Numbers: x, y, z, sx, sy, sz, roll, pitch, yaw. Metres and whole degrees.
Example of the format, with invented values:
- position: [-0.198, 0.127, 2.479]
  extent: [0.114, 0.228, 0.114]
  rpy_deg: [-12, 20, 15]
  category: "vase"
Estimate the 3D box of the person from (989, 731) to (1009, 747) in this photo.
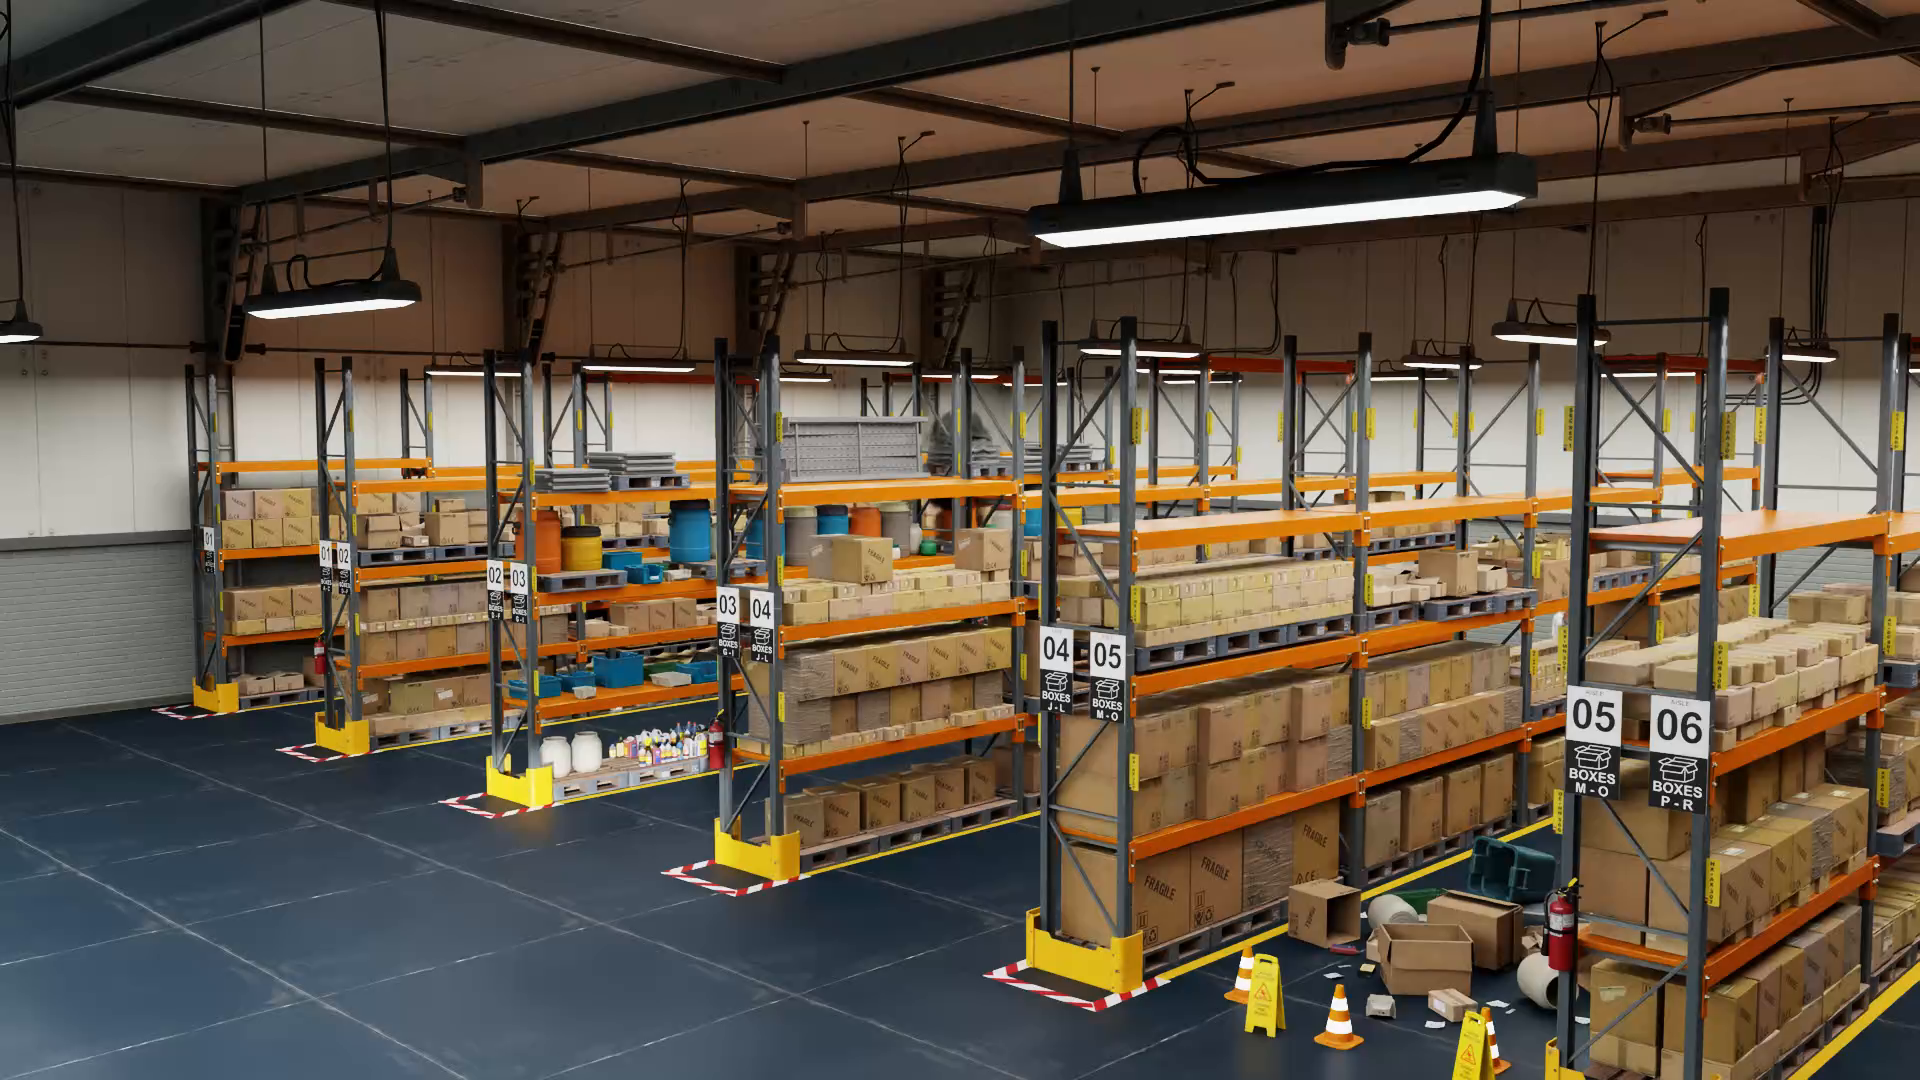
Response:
- position: [0.598, 2.498, 24.479]
  extent: [0.650, 1.626, 0.591]
  rpy_deg: [-3, 5, -33]
  category: "person"

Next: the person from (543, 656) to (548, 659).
- position: [-7.810, 2.041, 30.874]
  extent: [0.606, 1.643, 0.807]
  rpy_deg: [0, 4, -1]
  category: "person"

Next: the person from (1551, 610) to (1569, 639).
- position: [11.250, 1.980, 30.913]
  extent: [0.741, 1.649, 0.926]
  rpy_deg: [4, 6, 42]
  category: "person"
